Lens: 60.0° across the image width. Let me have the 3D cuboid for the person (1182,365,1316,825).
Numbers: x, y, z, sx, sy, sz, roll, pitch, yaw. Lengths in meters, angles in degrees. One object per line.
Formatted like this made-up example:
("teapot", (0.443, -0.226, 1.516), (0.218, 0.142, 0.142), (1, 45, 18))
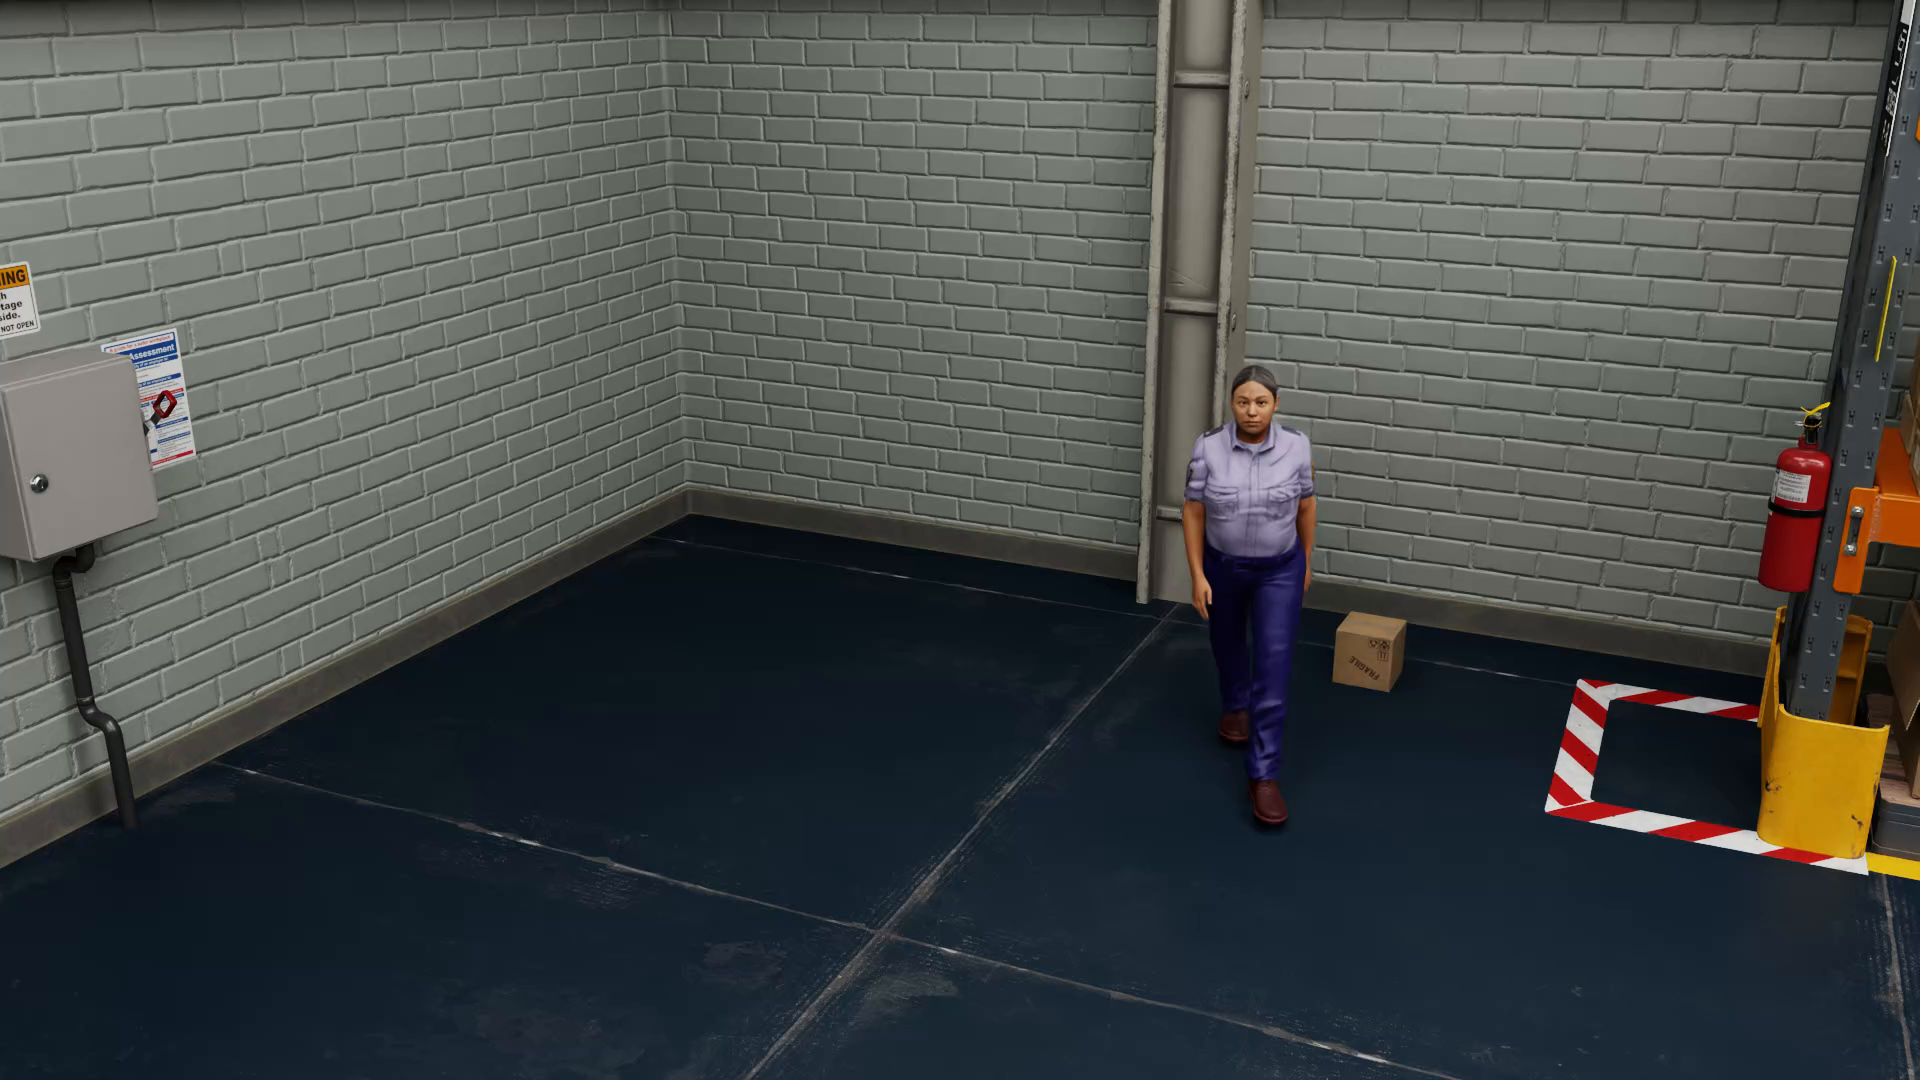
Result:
("person", (1.061, 0.125, 6.206), (0.484, 1.587, 0.947), (5, 20, 14))
